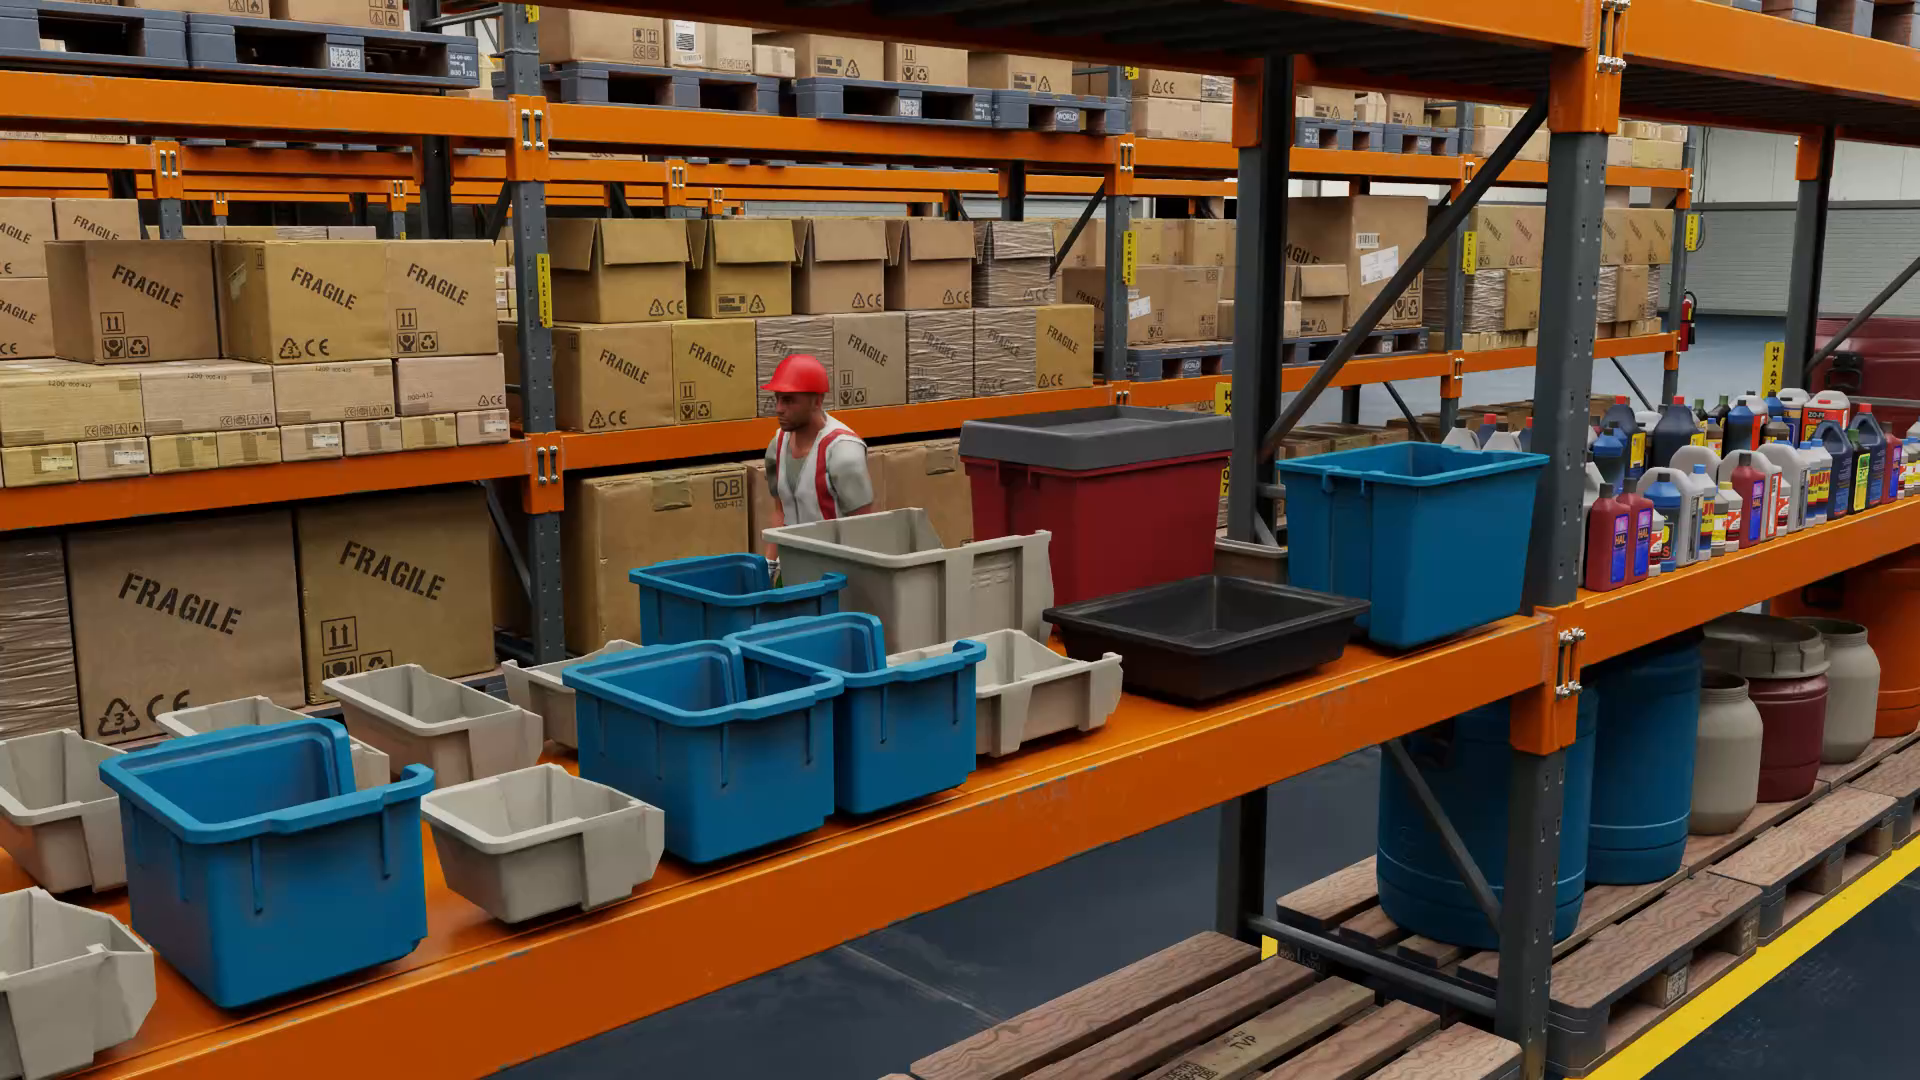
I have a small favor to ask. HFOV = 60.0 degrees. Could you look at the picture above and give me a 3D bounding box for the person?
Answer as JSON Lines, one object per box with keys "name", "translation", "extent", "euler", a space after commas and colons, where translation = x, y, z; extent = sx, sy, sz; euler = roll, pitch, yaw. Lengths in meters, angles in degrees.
{"name": "person", "translation": [-0.576, 0.167, 6.465], "extent": [0.450, 1.780, 0.607], "euler": [-10, 14, -43]}
